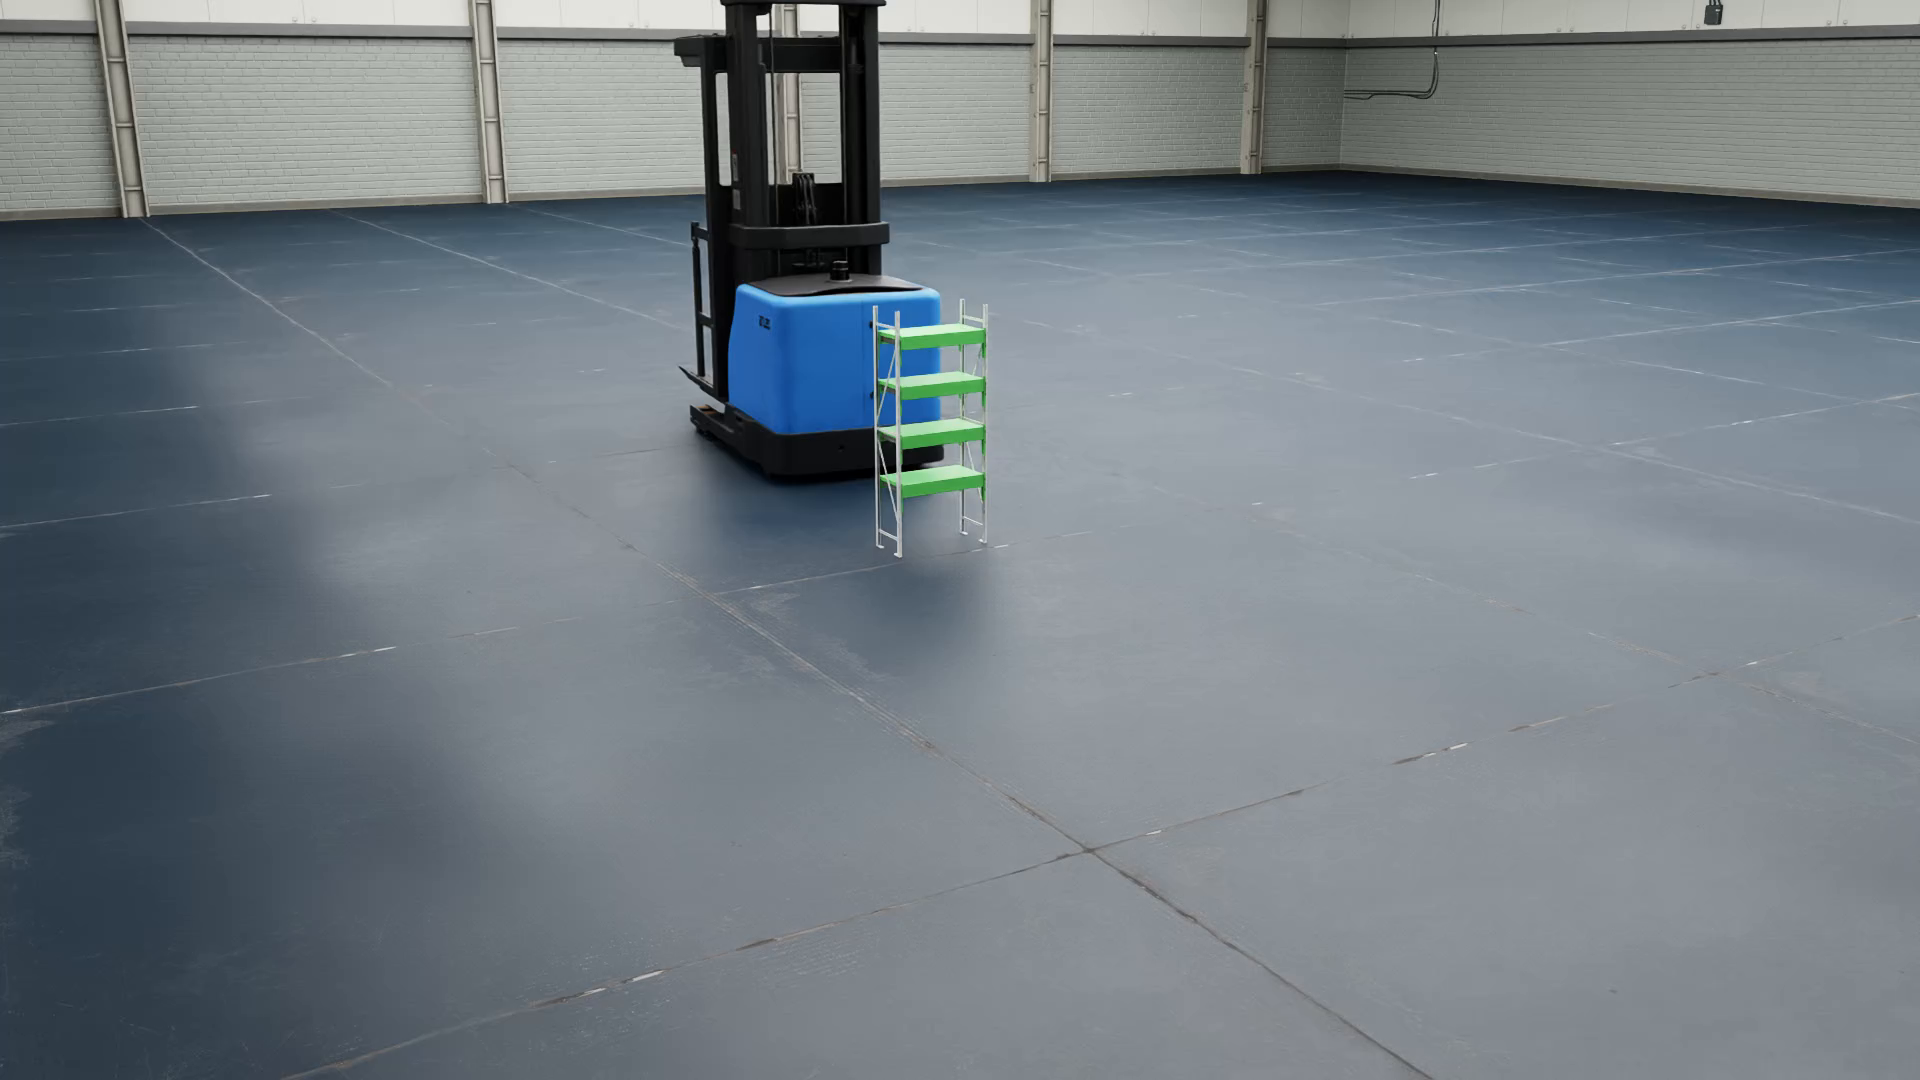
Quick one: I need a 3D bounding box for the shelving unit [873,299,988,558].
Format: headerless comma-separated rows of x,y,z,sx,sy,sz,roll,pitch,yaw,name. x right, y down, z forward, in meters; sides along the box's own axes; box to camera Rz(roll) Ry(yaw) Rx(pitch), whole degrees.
-0.142,-0.555,8.187,0.503,1.200,0.258,-9,18,-30,shelving unit

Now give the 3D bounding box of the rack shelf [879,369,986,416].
-0.142,-0.724,8.139,0.480,0.148,0.258,-9,18,-30,rack shelf

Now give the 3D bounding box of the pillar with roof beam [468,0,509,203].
-6.316,-9.545,25.808,0.400,9.000,9.100,-9,18,-30,pillar with roof beam

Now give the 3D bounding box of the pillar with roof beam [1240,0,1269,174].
9.113,-12.047,34.734,0.400,9.000,9.100,-9,18,-30,pillar with roof beam

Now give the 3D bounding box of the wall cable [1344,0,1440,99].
10.103,-11.651,39.076,0.112,2.526,3.097,-9,18,-30,wall cable

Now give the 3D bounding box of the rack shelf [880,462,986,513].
-0.142,-0.262,8.269,0.480,0.148,0.258,-9,18,-30,rack shelf

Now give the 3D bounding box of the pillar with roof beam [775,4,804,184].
-1.173,-10.379,28.783,0.400,9.000,9.100,-9,18,-30,pillar with roof beam

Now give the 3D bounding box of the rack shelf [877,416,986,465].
-0.142,-0.493,8.204,0.480,0.148,0.258,-9,18,-30,rack shelf

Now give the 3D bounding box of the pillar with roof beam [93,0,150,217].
-11.459,-8.710,22.833,0.400,9.000,9.100,-9,18,-30,pillar with roof beam

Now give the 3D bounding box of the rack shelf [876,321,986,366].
-0.142,-0.955,8.075,0.480,0.148,0.258,-9,18,-30,rack shelf

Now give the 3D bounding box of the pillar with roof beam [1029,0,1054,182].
3.970,-11.213,31.759,0.400,9.000,9.100,-9,18,-30,pillar with roof beam

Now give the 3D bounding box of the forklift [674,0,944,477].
-1.142,-2.130,10.599,1.130,2.935,3.031,-7,17,-22,forklift

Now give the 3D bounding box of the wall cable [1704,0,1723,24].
14.978,-12.585,30.354,0.169,6.003,2.305,-9,18,-30,wall cable

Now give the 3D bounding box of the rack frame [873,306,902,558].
-0.351,-0.521,8.066,0.015,1.200,0.240,-9,18,-30,rack frame

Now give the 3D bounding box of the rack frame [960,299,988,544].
0.067,-0.589,8.308,0.015,1.200,0.240,-9,18,-30,rack frame
